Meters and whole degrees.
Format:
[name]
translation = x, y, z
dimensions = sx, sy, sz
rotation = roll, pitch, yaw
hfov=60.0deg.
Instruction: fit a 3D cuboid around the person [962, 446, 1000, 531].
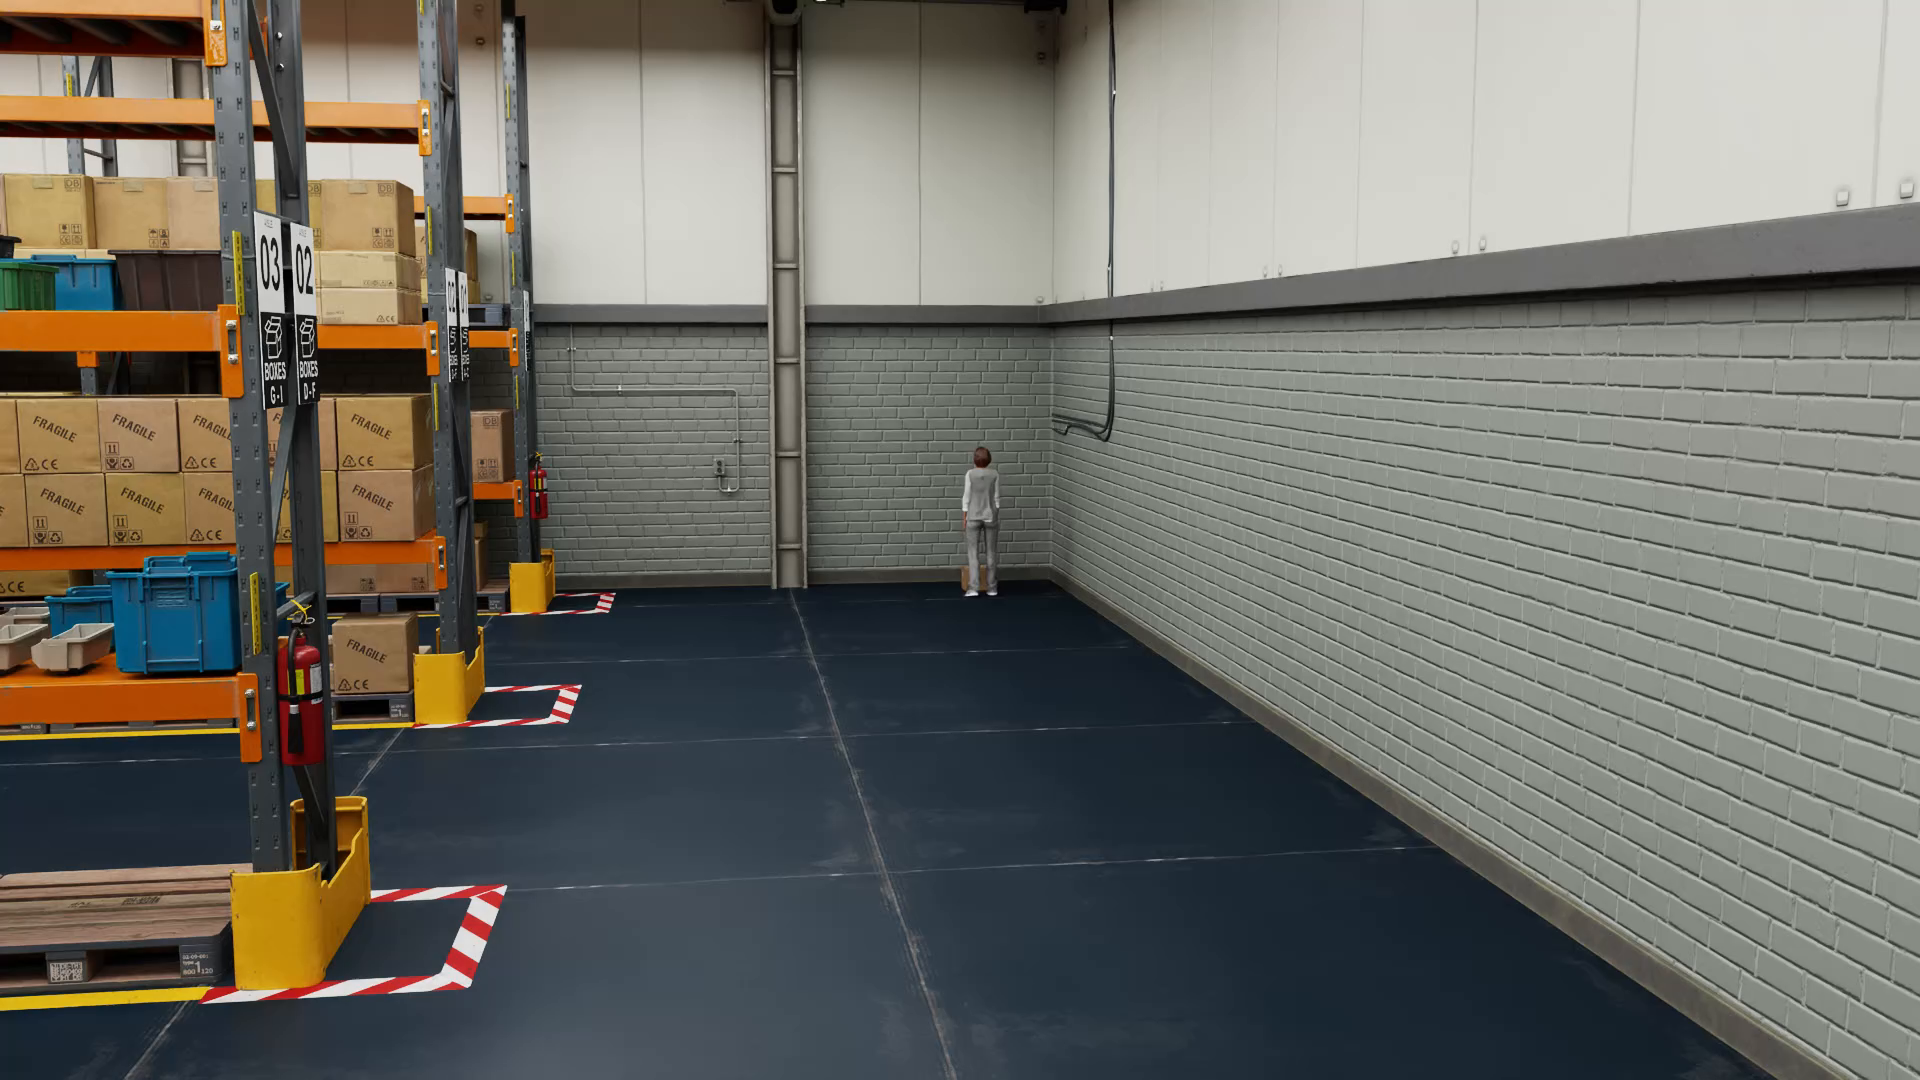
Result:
[person]
translation = 0.223, -0.531, 17.663
dimensions = 0.408, 0.928, 0.278
rotation = -1, 7, -7
